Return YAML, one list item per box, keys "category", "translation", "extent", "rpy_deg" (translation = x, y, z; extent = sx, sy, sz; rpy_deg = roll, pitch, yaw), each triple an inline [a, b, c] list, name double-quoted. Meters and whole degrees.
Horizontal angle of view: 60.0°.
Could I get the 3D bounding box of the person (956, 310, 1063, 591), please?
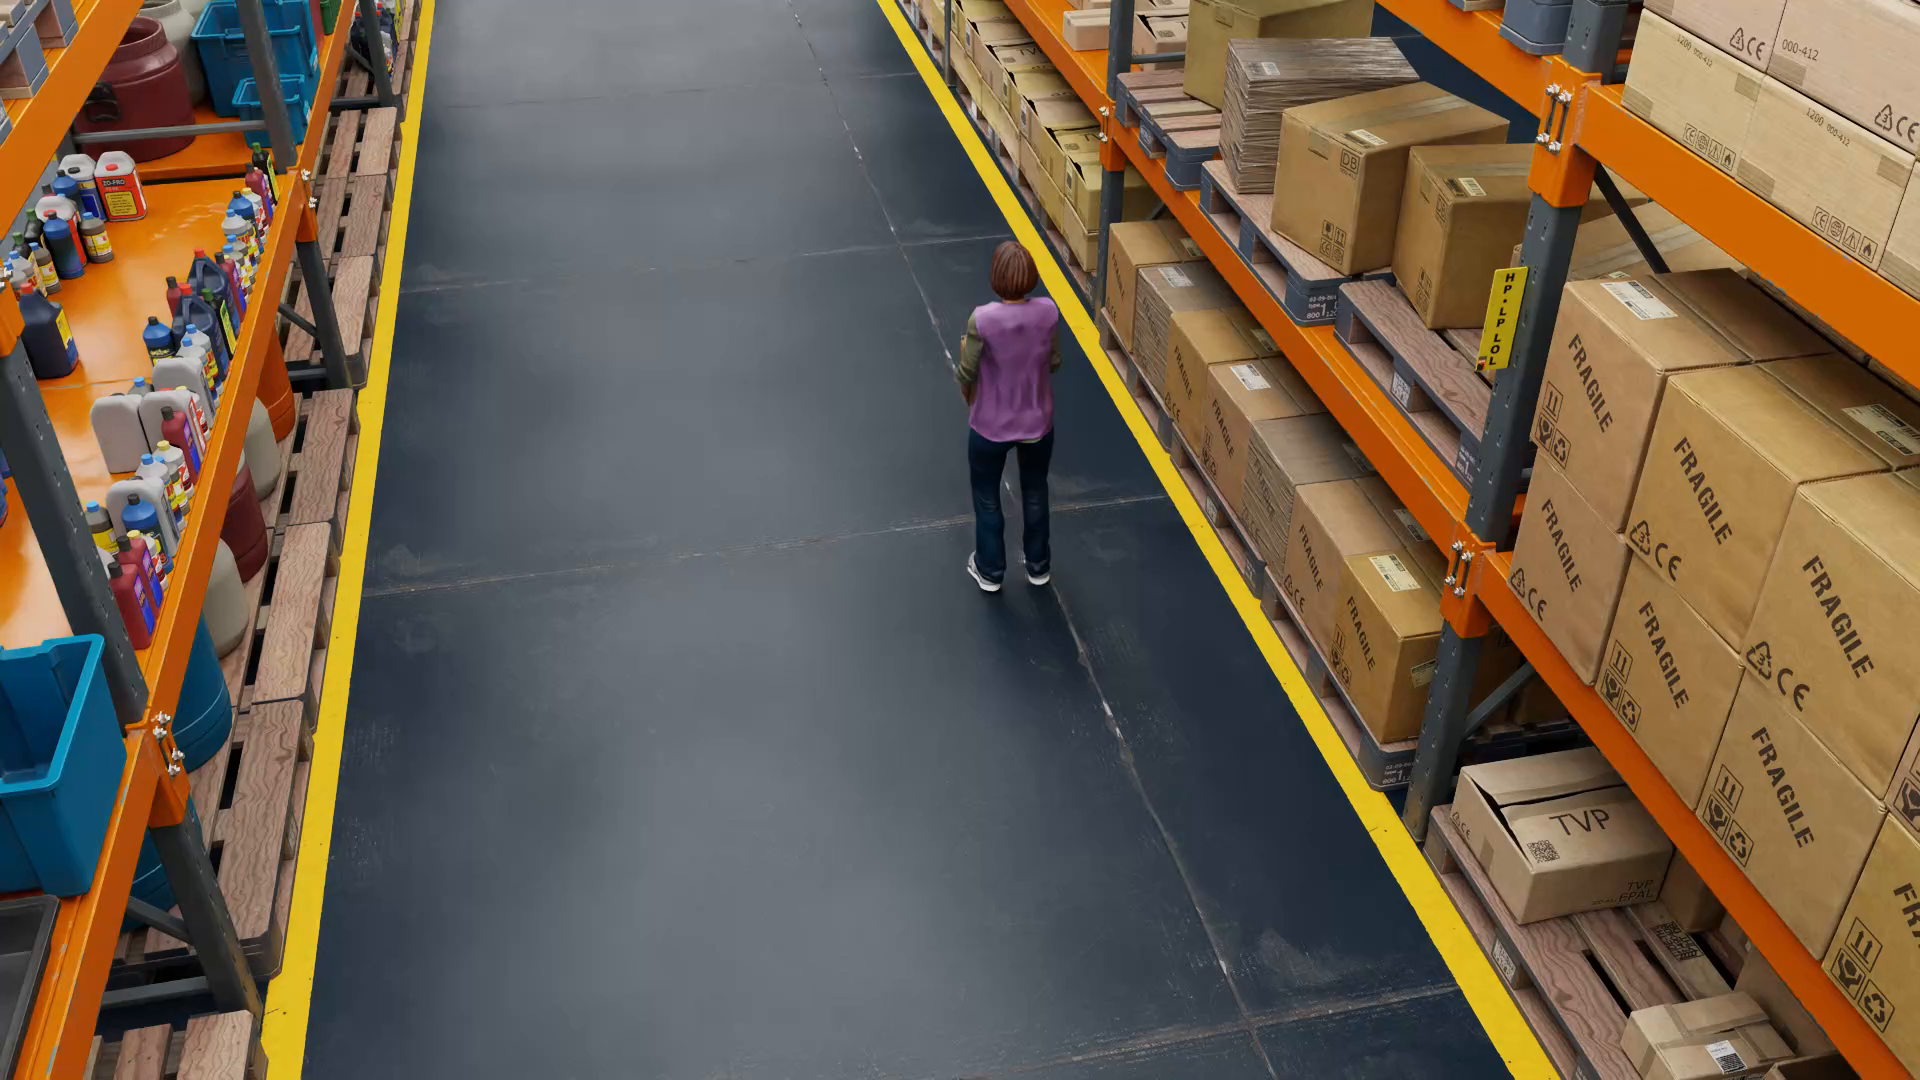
- category: "person"
  translation: [0.206, -0.391, 6.924]
  extent: [0.442, 1.354, 0.325]
  rpy_deg: [-8, 36, -11]
